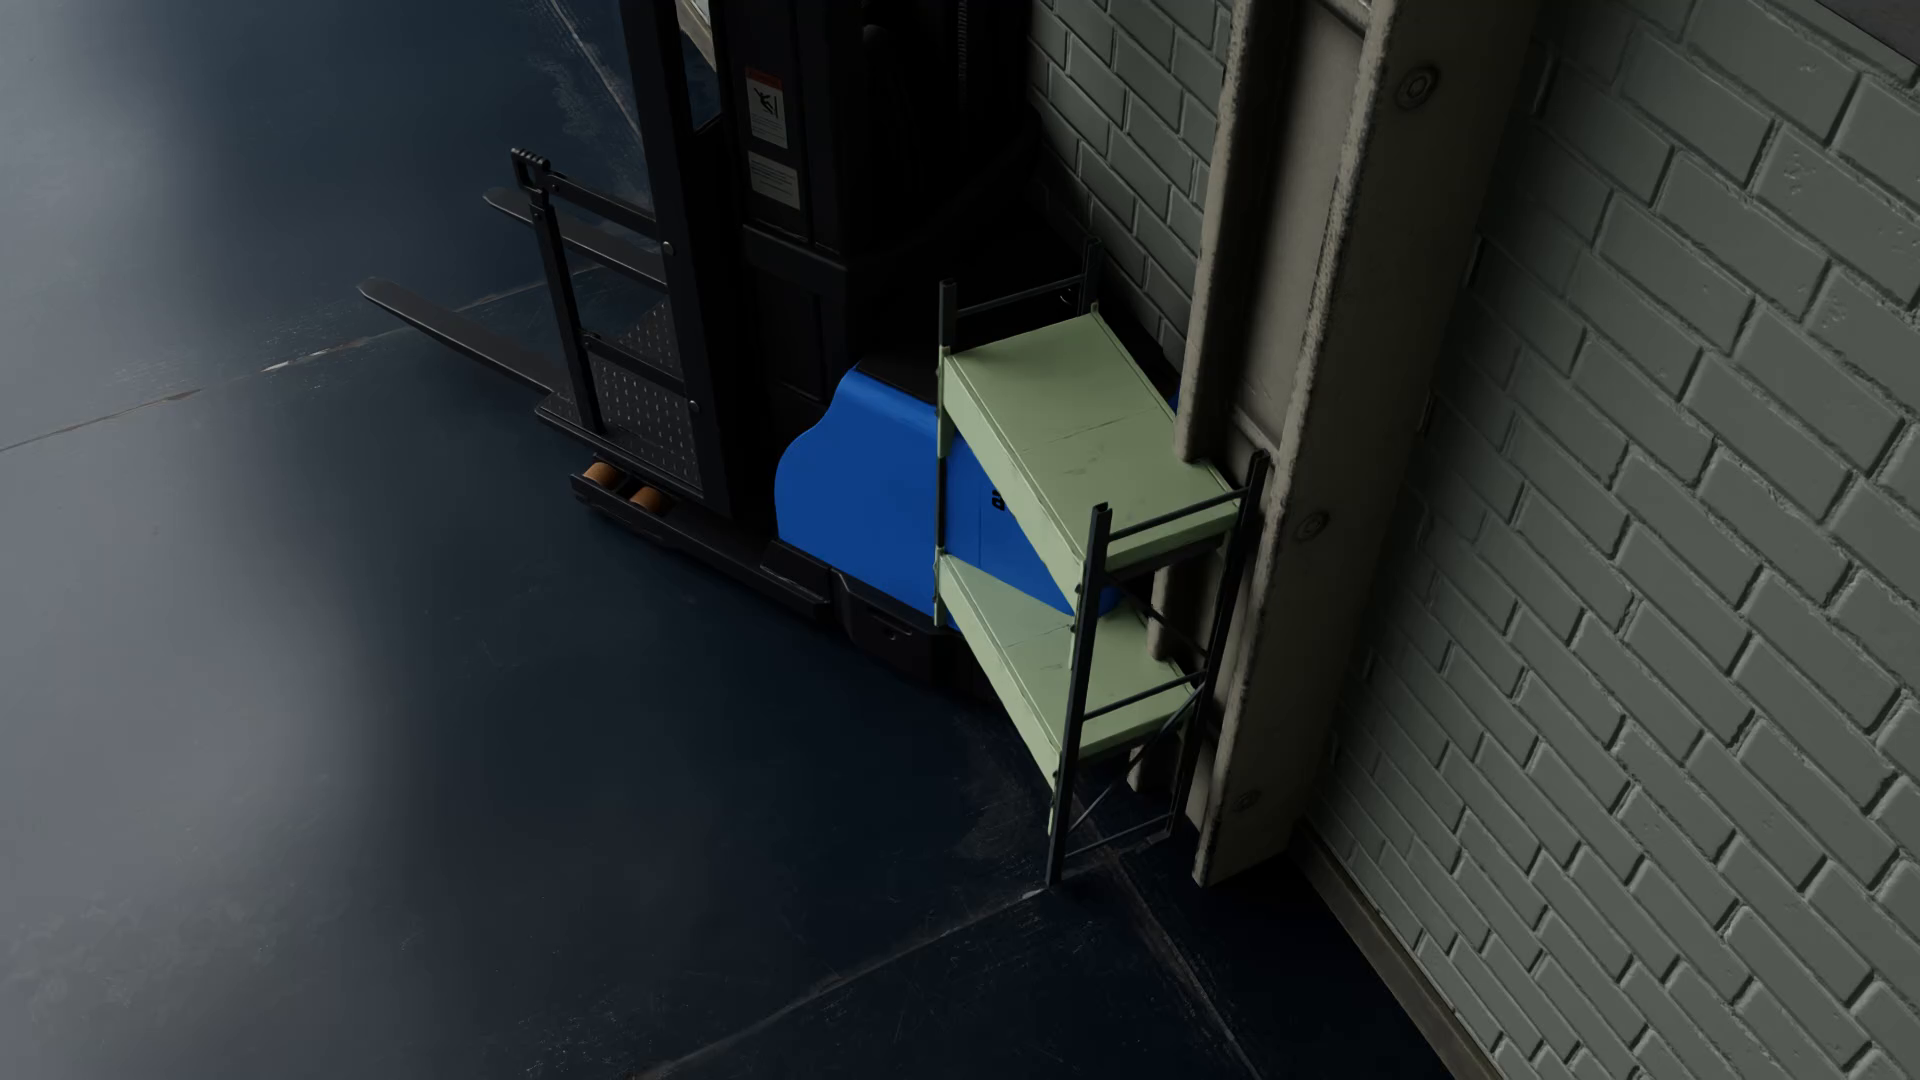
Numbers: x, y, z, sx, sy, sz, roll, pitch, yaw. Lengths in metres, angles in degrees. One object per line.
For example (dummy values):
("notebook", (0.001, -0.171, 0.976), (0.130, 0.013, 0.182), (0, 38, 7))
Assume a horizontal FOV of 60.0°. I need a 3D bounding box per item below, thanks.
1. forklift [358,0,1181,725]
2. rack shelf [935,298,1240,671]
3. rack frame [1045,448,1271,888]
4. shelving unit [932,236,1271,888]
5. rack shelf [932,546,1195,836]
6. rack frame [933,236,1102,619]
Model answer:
("forklift", (-0.625, -1.274, 4.417), (3.031, 2.935, 1.130), (26, 54, 21))
("rack shelf", (0.285, -0.141, 3.817), (0.431, 0.370, 0.720), (-19, 53, -17))
("rack frame", (0.430, 0.367, 3.902), (0.400, 1.500, 0.023), (-19, 53, -17))
("shelving unit", (0.276, 0.112, 4.114), (0.431, 1.500, 0.755), (-19, 53, -17))
("rack shelf", (0.269, 0.323, 4.363), (0.431, 0.370, 0.720), (-19, 53, -17))
("rack frame", (0.123, -0.144, 4.327), (0.400, 1.500, 0.023), (-19, 53, -17))
